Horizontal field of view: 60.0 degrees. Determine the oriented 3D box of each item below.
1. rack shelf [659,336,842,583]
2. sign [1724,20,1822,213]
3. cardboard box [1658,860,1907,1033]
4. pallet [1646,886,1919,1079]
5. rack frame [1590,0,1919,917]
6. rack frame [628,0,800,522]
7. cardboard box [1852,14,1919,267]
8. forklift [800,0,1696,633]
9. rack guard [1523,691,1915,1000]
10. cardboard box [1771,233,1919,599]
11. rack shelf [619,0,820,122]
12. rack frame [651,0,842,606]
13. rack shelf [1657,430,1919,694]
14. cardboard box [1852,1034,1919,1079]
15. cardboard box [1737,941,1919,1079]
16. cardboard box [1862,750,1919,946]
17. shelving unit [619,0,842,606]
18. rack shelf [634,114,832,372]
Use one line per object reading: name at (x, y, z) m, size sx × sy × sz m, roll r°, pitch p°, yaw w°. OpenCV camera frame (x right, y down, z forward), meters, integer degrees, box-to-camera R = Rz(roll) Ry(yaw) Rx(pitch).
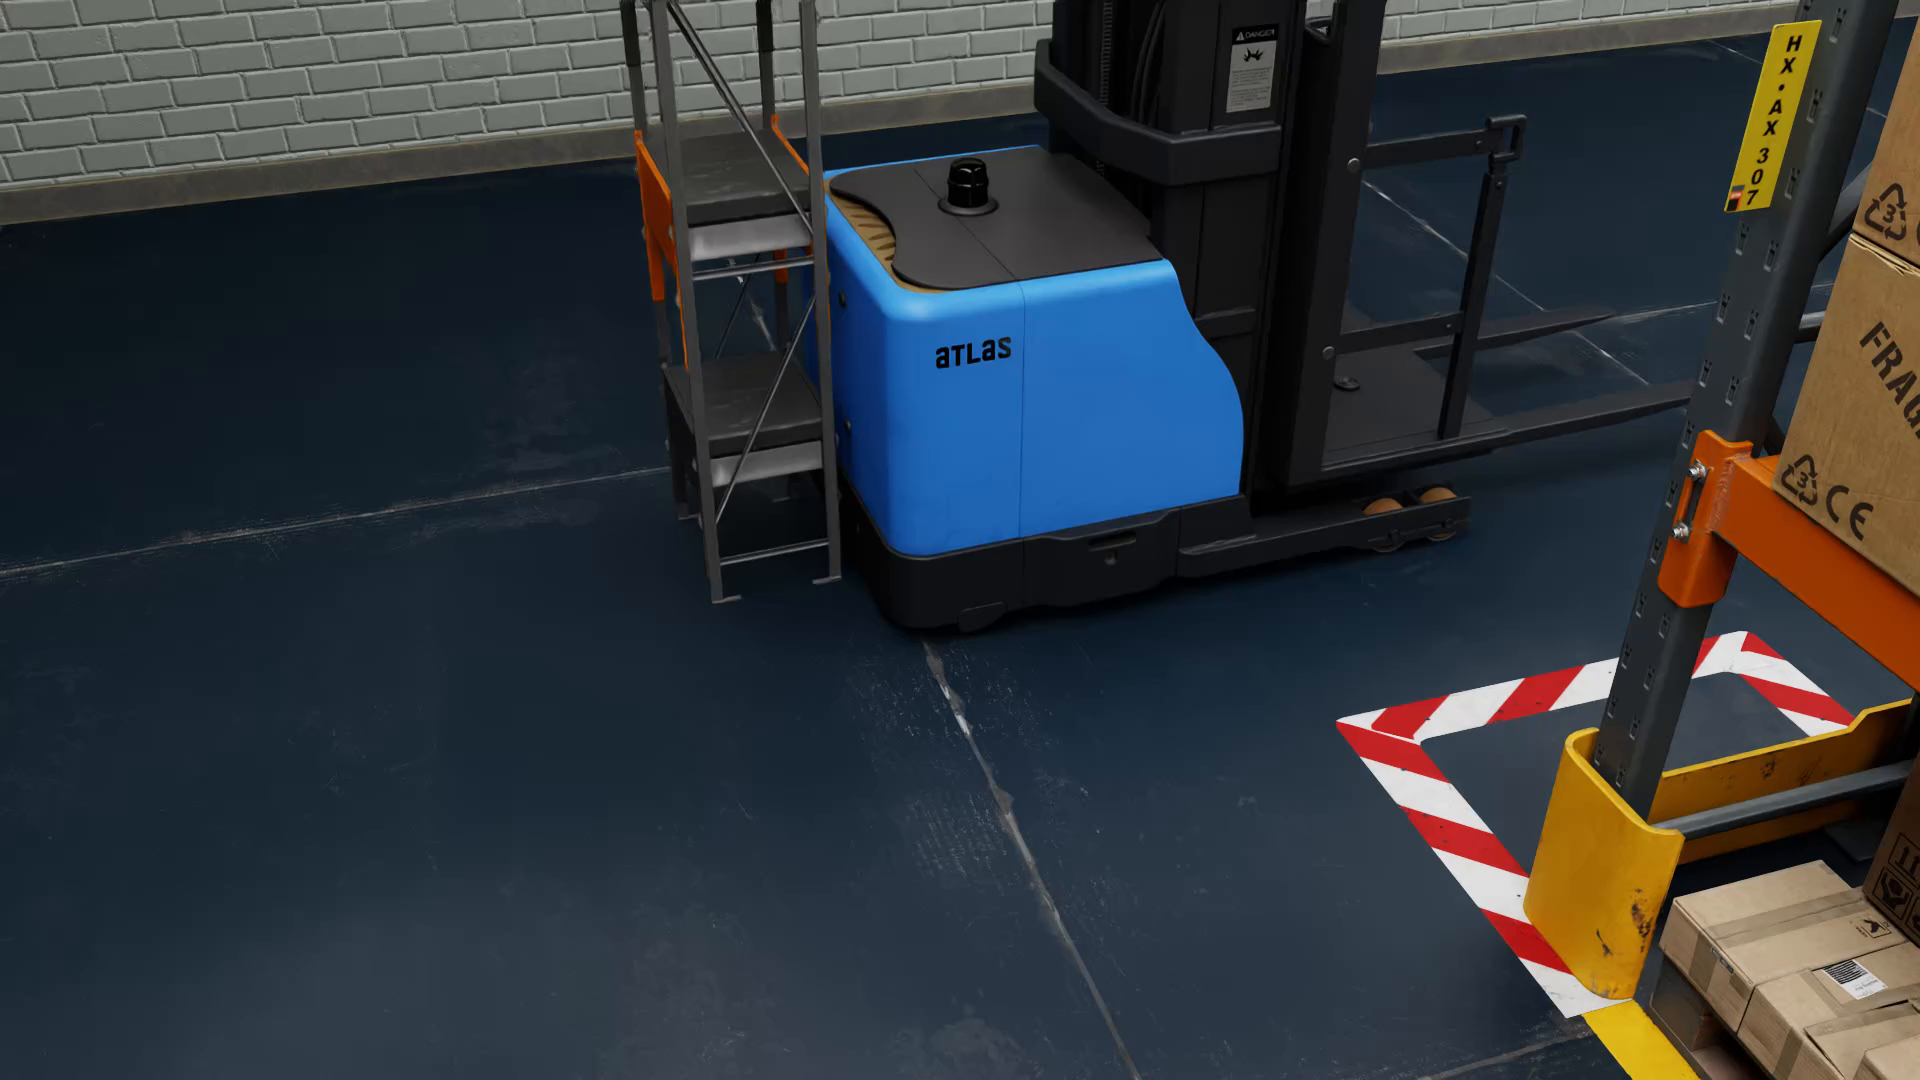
rack shelf at (-0.633, -0.251, 5.020) m, size 0.431 × 0.518 × 0.480 m, roll -11°, pitch 35°, yaw -16°
sign at (1.383, -0.716, 2.828) m, size 0.100 × 0.325 × 0.005 m, roll -10°, pitch 35°, yaw -15°
cardboard box at (1.700, 0.837, 3.449) m, size 0.380 × 0.149 × 0.250 m, roll -10°, pitch 35°, yaw -15°
pallet at (2.167, 1.176, 3.280) m, size 1.003 × 0.211 × 1.213 m, roll -10°, pitch 35°, yaw -15°
rack frame at (1.900, -0.446, 3.205) m, size 1.000 × 3.000 × 0.127 m, roll -10°, pitch 35°, yaw -15°
rack frame at (-0.715, -0.973, 4.818) m, size 0.400 × 2.100 × 0.015 m, roll -11°, pitch 35°, yaw -16°
cardboard box at (1.784, -0.628, 2.482) m, size 0.500 × 0.500 × 0.500 m, roll -9°, pitch 35°, yaw -13°
forklift at (1.073, -1.446, 4.780) m, size 3.031 × 2.935 × 1.130 m, roll -11°, pitch 35°, yaw -16°
rack guard at (1.923, 0.636, 3.833) m, size 1.175 × 0.500 × 0.348 m, roll -10°, pitch 35°, yaw -15°
cardboard box at (1.784, -0.211, 2.757) m, size 0.500 × 0.500 × 0.500 m, roll -9°, pitch 35°, yaw -14°
rack shelf at (-0.633, -1.419, 4.248) m, size 0.431 × 0.518 × 0.480 m, roll -11°, pitch 35°, yaw -16°
rack frame at (-0.551, -0.720, 4.435) m, size 0.400 × 2.100 × 0.015 m, roll -11°, pitch 35°, yaw -16°
rack shelf at (2.510, 0.904, 1.814) m, size 1.077 × 0.370 × 4.000 m, roll -10°, pitch 35°, yaw -15°
cardboard box at (1.948, 1.113, 2.940) m, size 0.500 × 0.250 × 0.500 m, roll -10°, pitch 35°, yaw -15°
cardboard box at (1.776, 0.961, 3.246) m, size 0.380 × 0.166 × 0.250 m, roll -10°, pitch 35°, yaw -15°
cardboard box at (2.300, 0.657, 3.403) m, size 0.500 × 0.500 × 0.500 m, roll -10°, pitch 35°, yaw -15°
shelving unit at (-0.633, -0.847, 4.627) m, size 0.431 × 2.100 × 0.503 m, roll -11°, pitch 35°, yaw -16°
rack shelf at (-0.633, -0.835, 4.634) m, size 0.431 × 0.518 × 0.480 m, roll -11°, pitch 35°, yaw -16°
